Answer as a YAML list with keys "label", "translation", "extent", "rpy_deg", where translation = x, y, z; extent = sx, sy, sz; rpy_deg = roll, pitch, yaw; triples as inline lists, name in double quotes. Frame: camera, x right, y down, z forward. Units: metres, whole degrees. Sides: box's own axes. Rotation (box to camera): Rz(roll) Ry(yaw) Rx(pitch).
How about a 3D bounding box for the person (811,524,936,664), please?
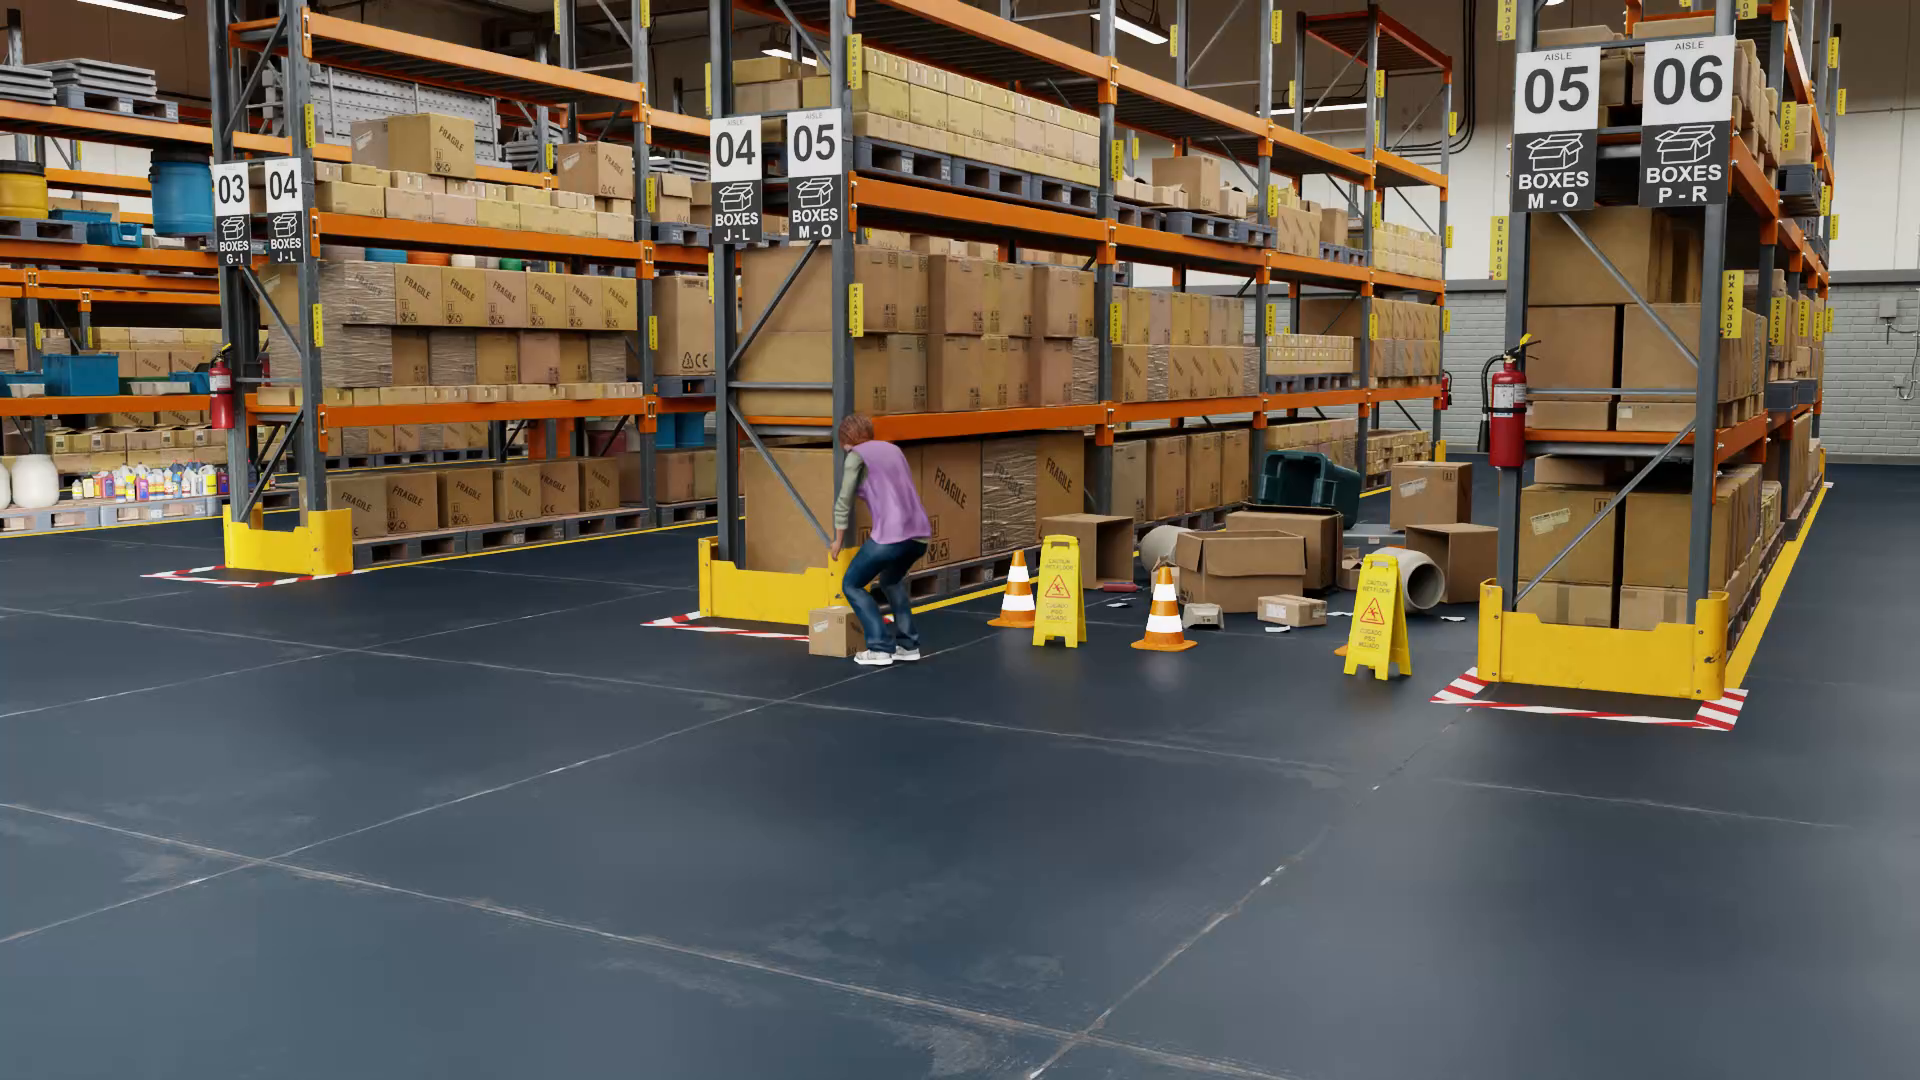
- label: "person"
  translation: [-0.507, 0.295, 9.281]
  extent: [0.869, 0.793, 0.430]
  rpy_deg: [6, 9, 44]
